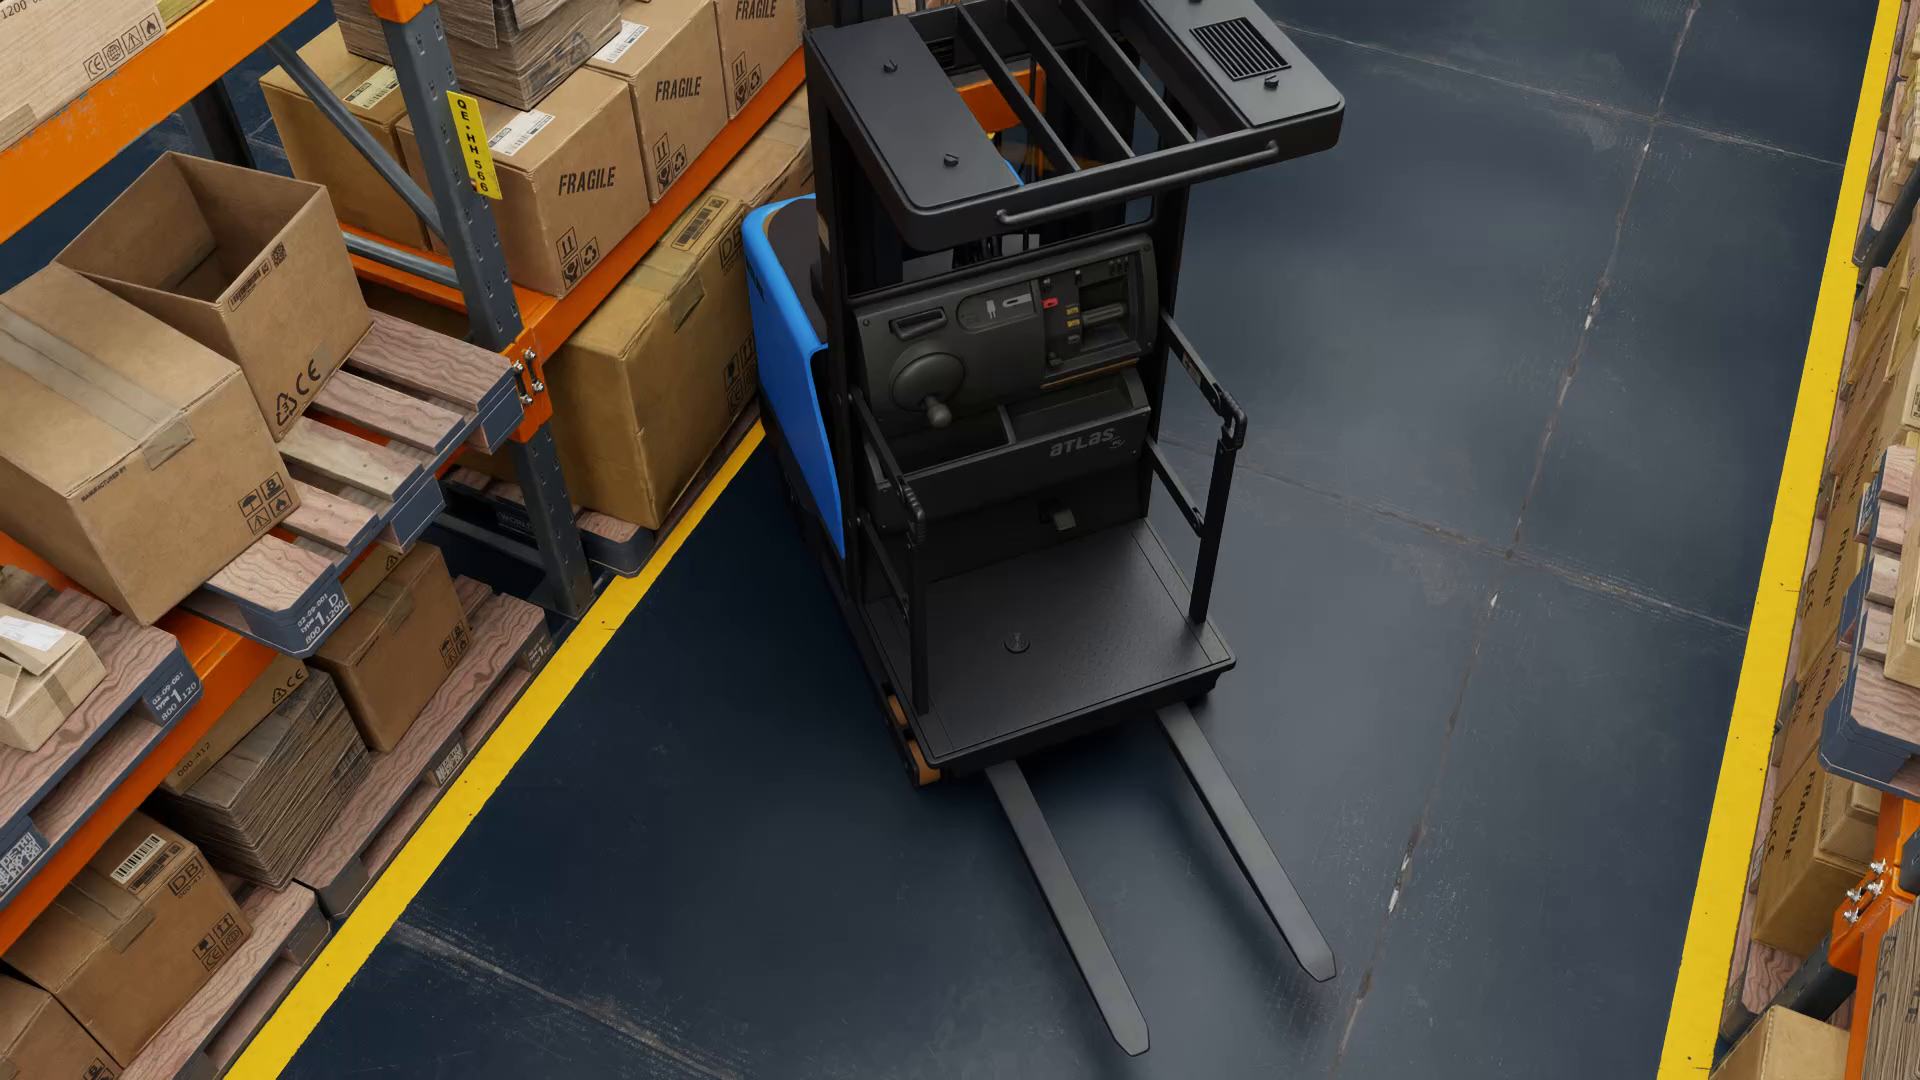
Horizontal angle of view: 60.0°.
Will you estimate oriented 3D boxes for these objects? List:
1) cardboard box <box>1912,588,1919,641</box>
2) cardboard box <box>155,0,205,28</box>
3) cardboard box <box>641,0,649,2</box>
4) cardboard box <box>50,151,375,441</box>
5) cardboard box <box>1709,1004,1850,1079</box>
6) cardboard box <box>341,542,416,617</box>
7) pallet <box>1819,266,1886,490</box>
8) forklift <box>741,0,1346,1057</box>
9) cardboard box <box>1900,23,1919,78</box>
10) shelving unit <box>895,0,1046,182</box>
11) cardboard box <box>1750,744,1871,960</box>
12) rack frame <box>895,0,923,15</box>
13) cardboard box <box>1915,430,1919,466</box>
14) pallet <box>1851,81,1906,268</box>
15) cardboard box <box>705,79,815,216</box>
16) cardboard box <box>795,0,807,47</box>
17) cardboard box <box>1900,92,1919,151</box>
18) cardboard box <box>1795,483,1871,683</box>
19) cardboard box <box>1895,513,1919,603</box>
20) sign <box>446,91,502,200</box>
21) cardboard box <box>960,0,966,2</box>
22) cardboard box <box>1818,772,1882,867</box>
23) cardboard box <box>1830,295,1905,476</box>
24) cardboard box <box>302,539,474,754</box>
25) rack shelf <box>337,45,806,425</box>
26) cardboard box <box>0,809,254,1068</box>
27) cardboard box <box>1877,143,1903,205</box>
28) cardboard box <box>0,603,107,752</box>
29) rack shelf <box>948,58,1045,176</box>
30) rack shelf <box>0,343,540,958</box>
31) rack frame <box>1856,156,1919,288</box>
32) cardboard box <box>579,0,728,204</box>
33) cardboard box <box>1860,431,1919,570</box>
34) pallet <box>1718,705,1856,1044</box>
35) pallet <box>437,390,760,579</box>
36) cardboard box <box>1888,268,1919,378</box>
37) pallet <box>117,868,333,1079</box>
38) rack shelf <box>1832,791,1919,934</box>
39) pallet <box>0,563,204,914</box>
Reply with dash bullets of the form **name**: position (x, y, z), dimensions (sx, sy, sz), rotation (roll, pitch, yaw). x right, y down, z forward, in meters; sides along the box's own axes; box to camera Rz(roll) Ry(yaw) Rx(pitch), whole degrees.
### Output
- **cardboard box**: position (2.439, 0.165, 3.834), dimensions (0.380, 0.149, 0.250), rotation (21, 53, 17)
- **cardboard box**: position (-1.783, -1.395, 3.596), dimensions (0.500, 0.250, 0.500), rotation (20, 52, 16)
- **cardboard box**: position (-1.194, -2.182, 5.413), dimensions (0.797, 0.503, 0.637), rotation (21, 53, 17)
- **cardboard box**: position (-1.996, -0.662, 4.503), dimensions (0.500, 0.500, 0.500), rotation (14, 51, 12)
- **cardboard box**: position (2.298, 1.788, 3.961), dimensions (1.050, 0.750, 0.750), rotation (19, 52, 16)
- **cardboard box**: position (-2.061, 0.017, 5.126), dimensions (0.500, 0.250, 0.500), rotation (22, 53, 18)
- **pallet**: position (4.017, -0.509, 6.545), dimensions (1.003, 0.211, 1.213), rotation (20, 52, 16)
- **forklift**: position (0.233, -0.505, 4.755), dimensions (1.130, 2.935, 3.031), rotation (-17, 52, -14)
- **cardboard box**: position (4.650, -2.256, 7.796), dimensions (0.380, 0.149, 0.250), rotation (20, 52, 16)
- **shelving unit**: position (0.007, -1.652, 6.277), dimensions (0.503, 2.100, 0.431), rotation (-19, 52, -16)
- **cardboard box**: position (2.684, 0.940, 4.846), dimensions (0.500, 0.500, 0.500), rotation (20, 52, 16)
- **rack frame**: position (-0.215, -1.574, 6.210), dimensions (0.015, 2.100, 0.400), rotation (-19, 52, -16)
- **cardboard box**: position (2.762, -0.257, 4.389), dimensions (0.380, 0.149, 0.250), rotation (19, 52, 16)
- **pallet**: position (4.603, -1.520, 7.405), dimensions (1.003, 0.211, 1.213), rotation (20, 52, 16)
- **cardboard box**: position (-1.100, -1.406, 6.596), dimensions (1.225, 0.875, 0.875), rotation (20, 52, 16)
- **cardboard box**: position (-0.699, -2.211, 6.096), dimensions (0.500, 0.500, 0.500), rotation (20, 52, 16)
- **cardboard box**: position (4.300, -1.769, 7.187), dimensions (0.380, 0.149, 0.250), rotation (18, 52, 14)
- **cardboard box**: position (3.121, 0.215, 5.463), dimensions (0.500, 0.500, 0.500), rotation (18, 52, 14)
- **cardboard box**: position (2.542, 0.090, 4.093), dimensions (0.380, 0.149, 0.250), rotation (20, 52, 16)
- **sign**: position (-1.307, -1.058, 4.473), dimensions (0.100, 0.325, 0.005), rotation (20, 52, 16)
- **cardboard box**: position (-0.348, -2.633, 7.641), dimensions (1.225, 0.875, 0.875), rotation (20, 52, 16)
- **cardboard box**: position (2.695, 0.679, 4.576), dimensions (0.500, 0.250, 0.500), rotation (19, 52, 15)
- **cardboard box**: position (3.568, -0.488, 6.062), dimensions (0.500, 0.500, 0.500), rotation (22, 53, 18)
- **cardboard box**: position (-2.070, 0.257, 5.414), dimensions (0.700, 0.500, 0.500), rotation (17, 52, 14)
- **rack shelf**: position (-0.947, -2.023, 6.474), dimensions (1.077, 0.370, 4.000), rotation (20, 52, 16)
- **cardboard box**: position (-2.531, 1.035, 4.752), dimensions (0.700, 0.500, 0.500), rotation (24, 54, 19)
- **cardboard box**: position (4.208, -1.543, 7.189), dimensions (0.380, 0.149, 0.250), rotation (20, 53, 17)
- **cardboard box**: position (-2.270, 0.265, 3.868), dimensions (0.396, 0.266, 0.258), rotation (18, 52, 15)
- **rack shelf**: position (0.007, -1.643, 6.287), dimensions (0.480, 0.518, 0.431), rotation (-19, 52, -16)
- **rack shelf**: position (-2.656, 0.732, 4.130), dimensions (1.077, 0.370, 4.000), rotation (20, 52, 16)
- **rack frame**: position (4.348, -1.950, 5.939), dimensions (1.000, 3.000, 0.127), rotation (20, 52, 16)
- **cardboard box**: position (-1.130, -1.513, 5.502), dimensions (0.500, 0.500, 0.500), rotation (19, 52, 15)
- **cardboard box**: position (3.132, -0.017, 5.168), dimensions (0.500, 0.250, 0.500), rotation (21, 53, 17)
- **pallet**: position (2.975, 1.171, 5.115), dimensions (1.003, 0.211, 1.213), rotation (20, 52, 16)
- **pallet**: position (-1.397, -0.493, 6.531), dimensions (1.003, 0.211, 1.213), rotation (20, 52, 16)
- **cardboard box**: position (3.569, -0.728, 5.773), dimensions (0.500, 0.250, 0.500), rotation (21, 53, 17)
- **pallet**: position (-2.660, 1.400, 4.920), dimensions (1.003, 0.211, 1.213), rotation (20, 52, 16)
- **rack shelf**: position (3.494, -0.339, 5.042), dimensions (1.077, 0.370, 4.000), rotation (20, 52, 16)
- **pallet**: position (-2.611, 0.560, 3.930), dimensions (1.003, 0.211, 1.213), rotation (20, 52, 16)
